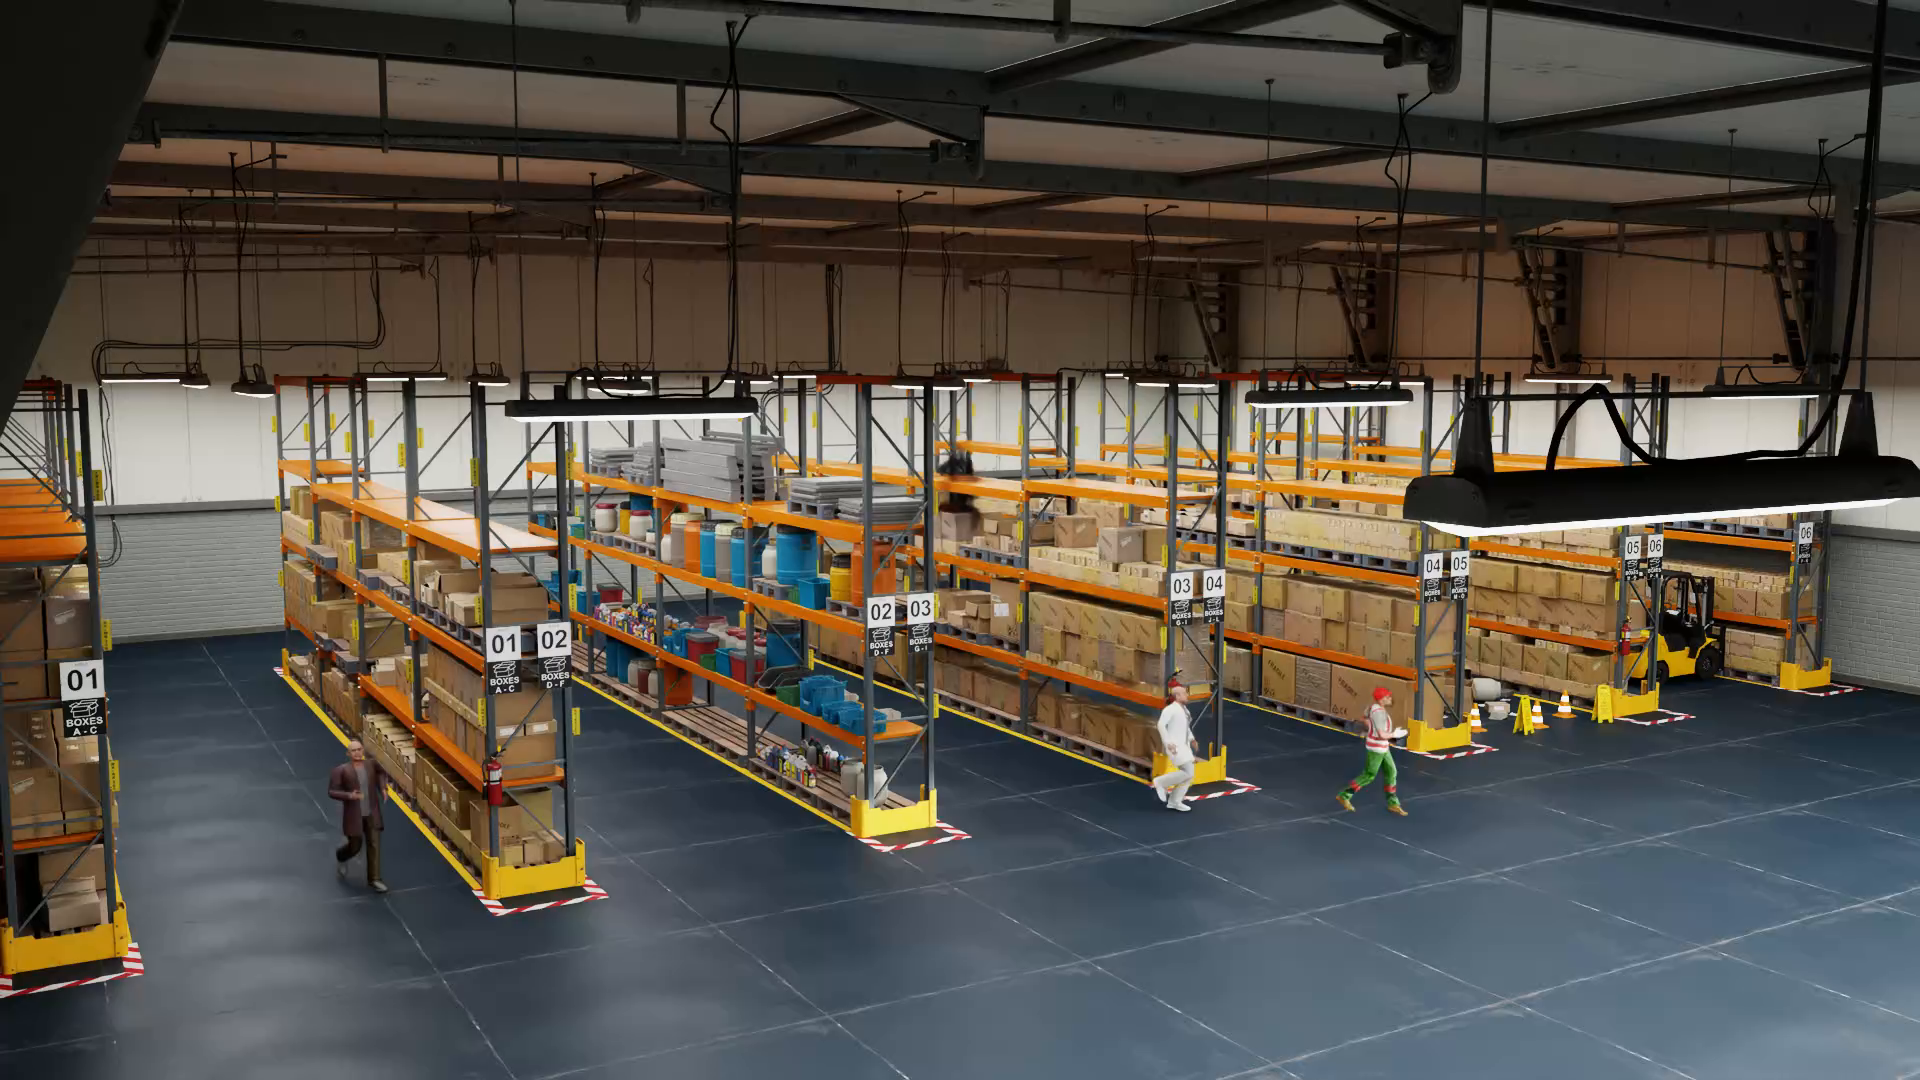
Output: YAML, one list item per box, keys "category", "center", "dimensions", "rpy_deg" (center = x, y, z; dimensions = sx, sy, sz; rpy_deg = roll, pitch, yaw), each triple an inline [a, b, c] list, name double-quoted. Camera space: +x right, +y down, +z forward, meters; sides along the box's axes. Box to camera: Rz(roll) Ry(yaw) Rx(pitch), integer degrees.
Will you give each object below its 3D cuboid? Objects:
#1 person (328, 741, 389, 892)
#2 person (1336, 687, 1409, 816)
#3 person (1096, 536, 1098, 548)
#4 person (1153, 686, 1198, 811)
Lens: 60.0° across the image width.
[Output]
- category: "person"
  center: [-7.163, 3.281, 19.941]
  dimensions: [0.723, 1.722, 1.059]
  rpy_deg: [-5, 8, -37]
- category: "person"
  center: [5.728, 2.921, 23.022]
  dimensions: [0.986, 1.812, 0.672]
  rpy_deg: [2, 6, 15]
- category: "person"
  center: [3.733, 0.607, 44.709]
  dimensions: [0.784, 1.748, 0.776]
  rpy_deg: [-2, 6, -14]
- category: "person"
  center: [3.090, 2.962, 23.488]
  dimensions: [0.580, 1.610, 0.738]
  rpy_deg: [3, 7, 27]
